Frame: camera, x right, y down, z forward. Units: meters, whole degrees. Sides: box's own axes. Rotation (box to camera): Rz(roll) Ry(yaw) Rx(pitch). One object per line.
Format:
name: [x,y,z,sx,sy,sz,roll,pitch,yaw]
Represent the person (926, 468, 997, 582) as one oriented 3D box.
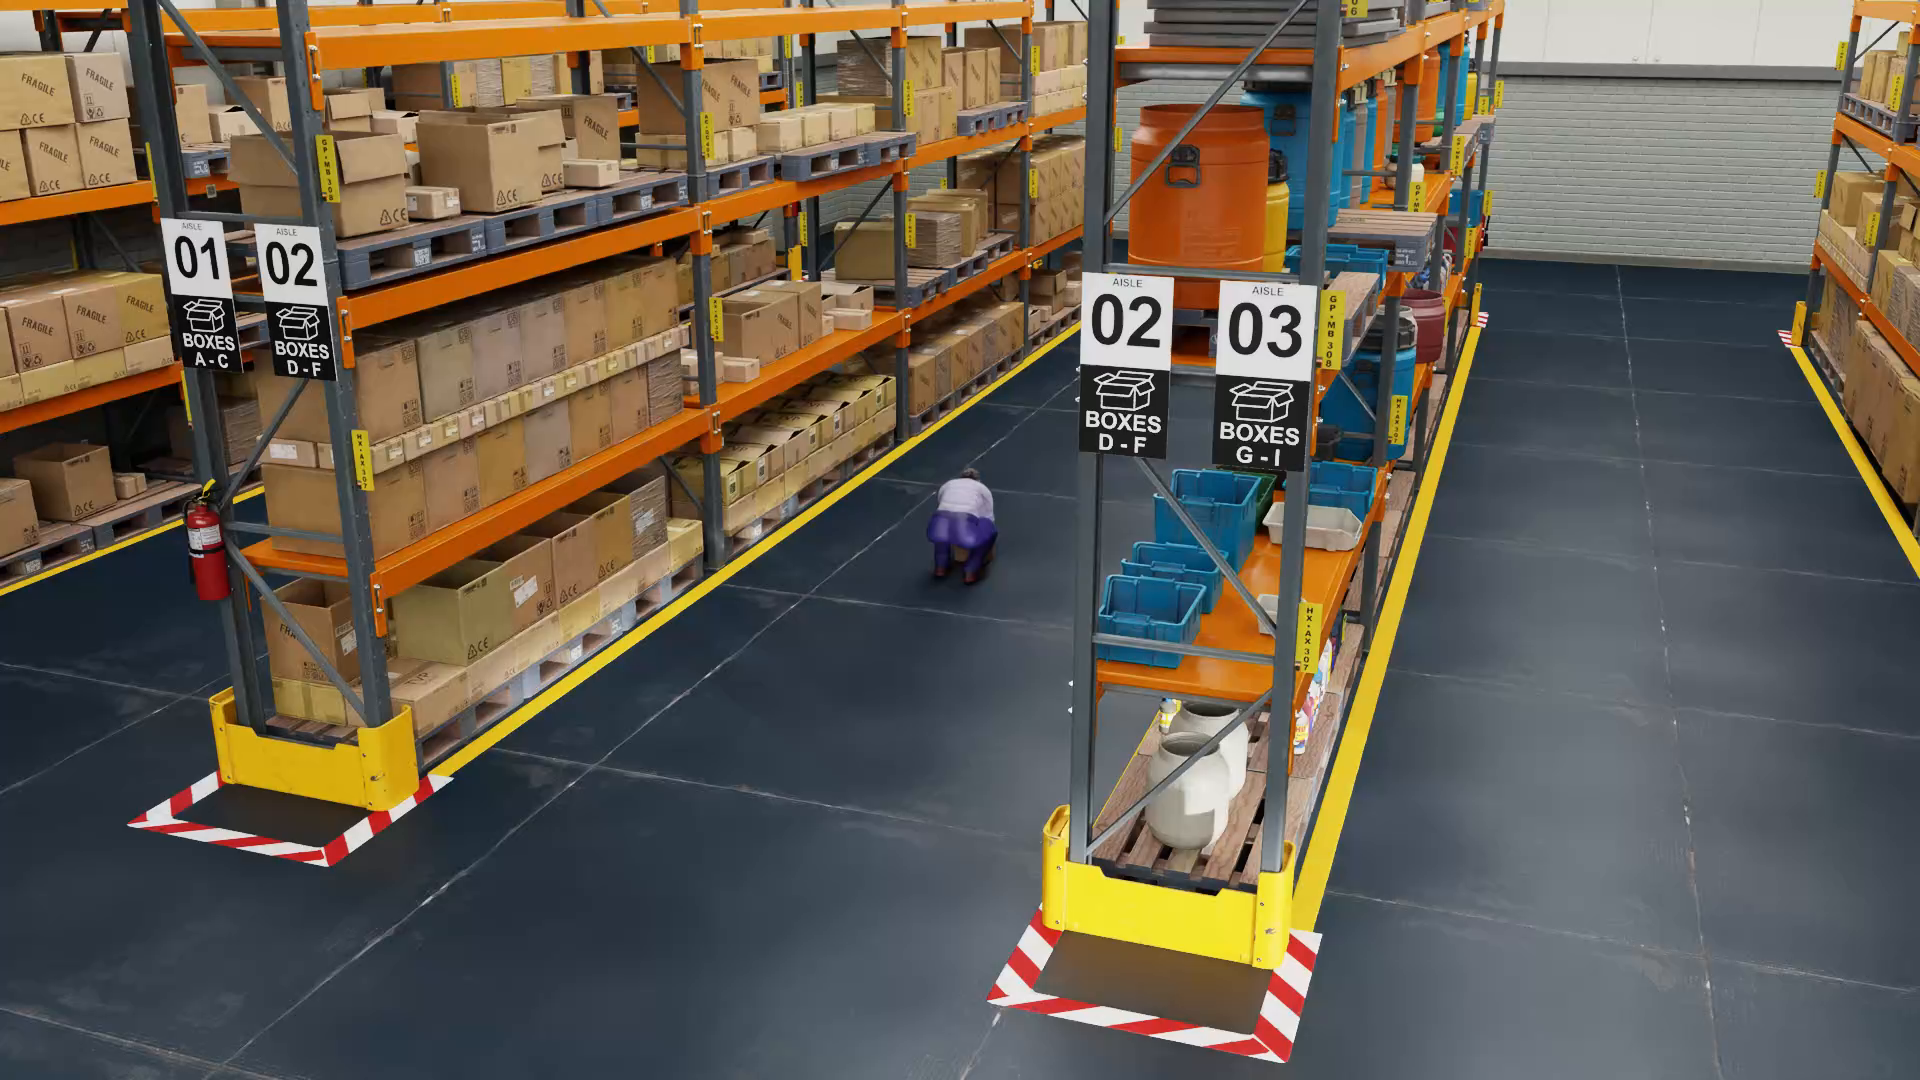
person: [0.025,-0.096,12.841,0.500,0.777,0.869,6,20,17]
